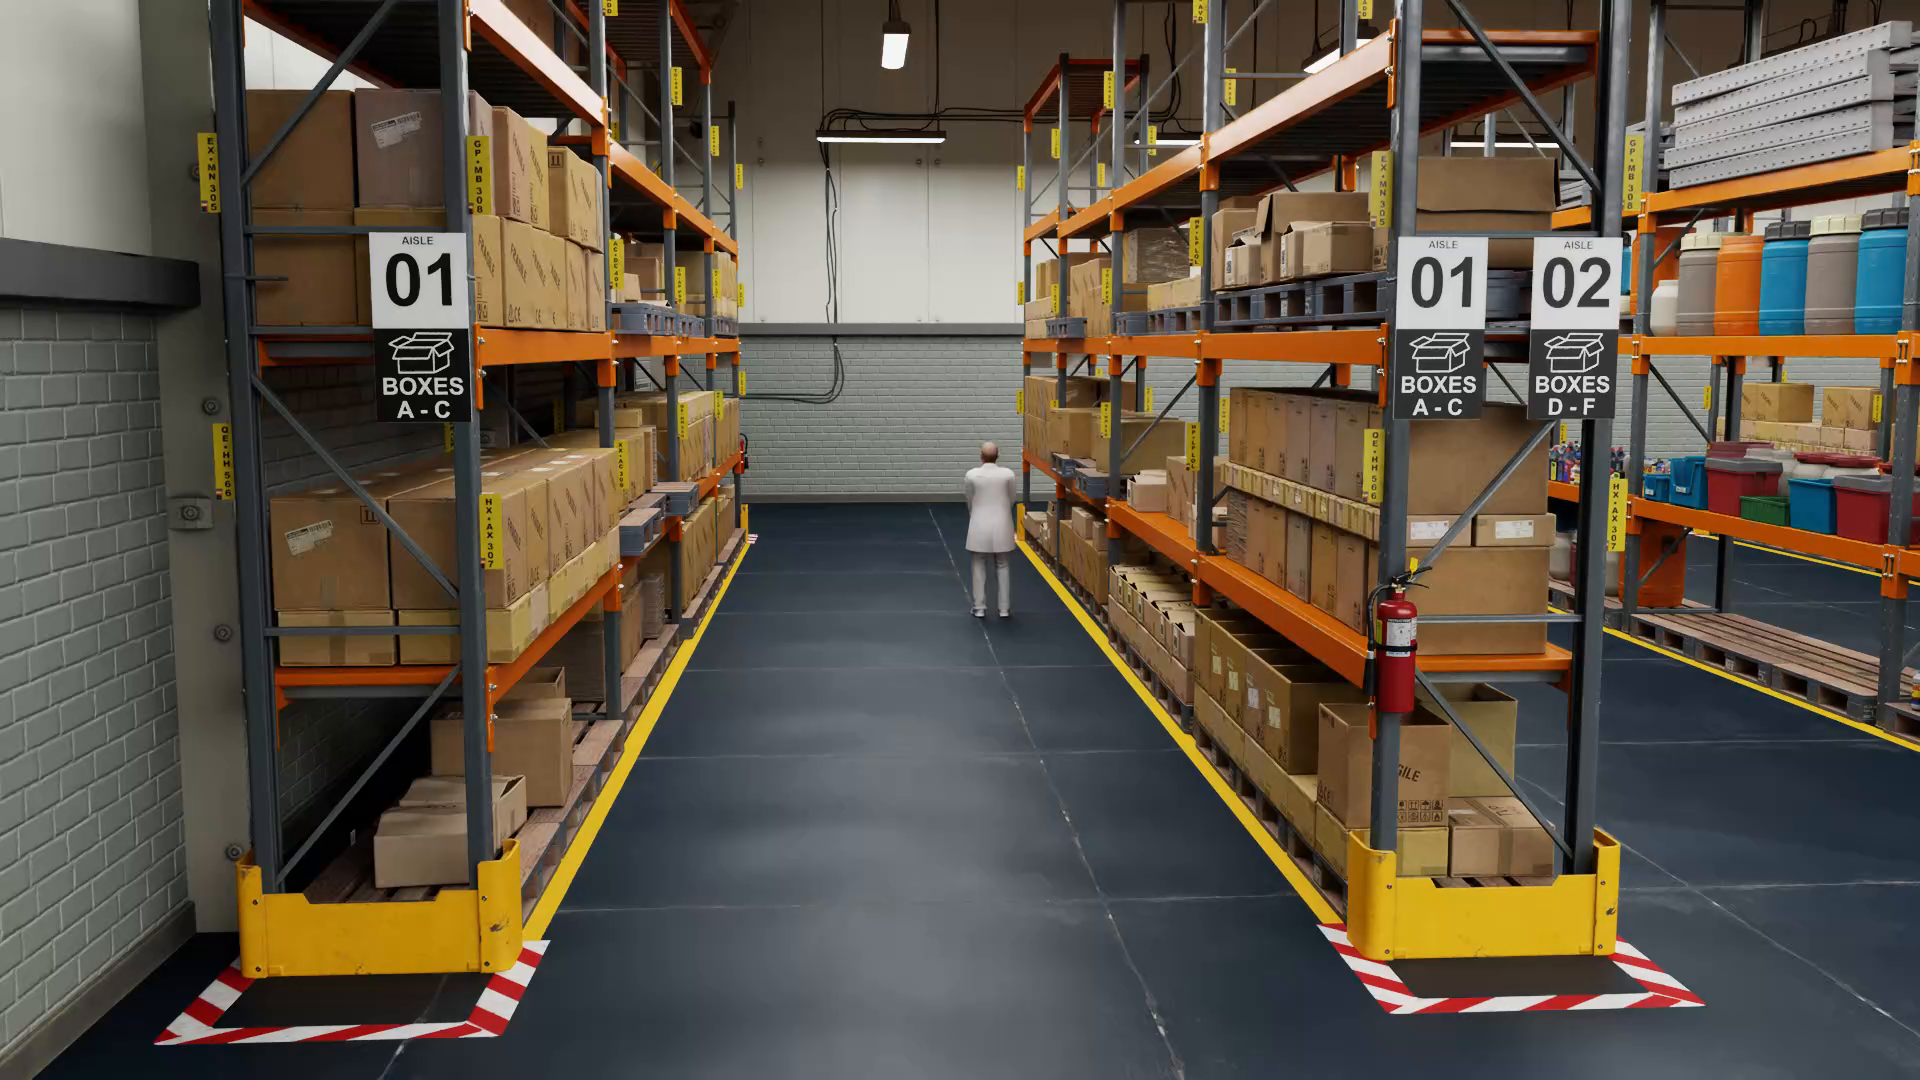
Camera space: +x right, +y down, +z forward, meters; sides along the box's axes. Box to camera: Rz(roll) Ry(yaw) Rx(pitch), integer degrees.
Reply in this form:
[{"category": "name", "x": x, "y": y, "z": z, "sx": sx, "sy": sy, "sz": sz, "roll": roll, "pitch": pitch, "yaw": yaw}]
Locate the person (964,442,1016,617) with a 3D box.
[{"category": "person", "x": 0.301, "y": -0.122, "z": 16.868, "sx": 0.529, "sy": 1.770, "sz": 0.563, "roll": 0, "pitch": 7, "yaw": -3}]
